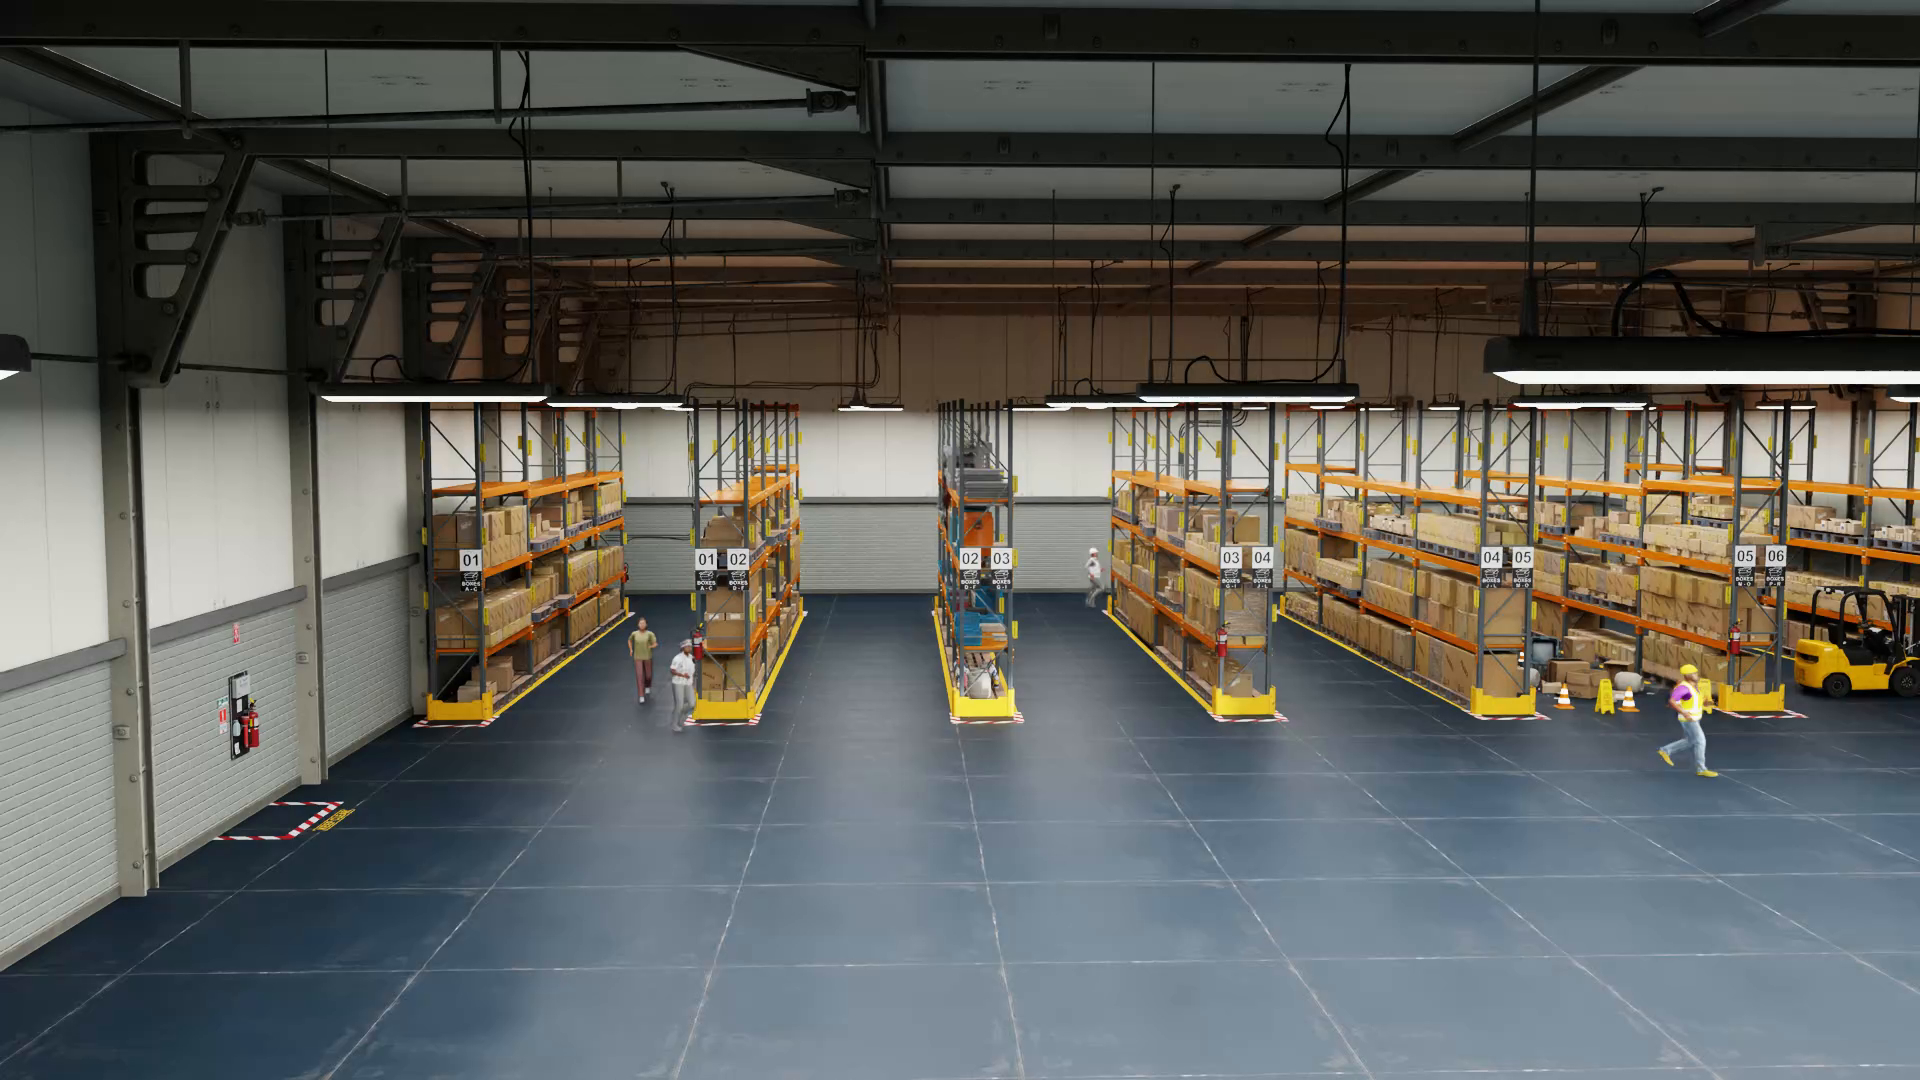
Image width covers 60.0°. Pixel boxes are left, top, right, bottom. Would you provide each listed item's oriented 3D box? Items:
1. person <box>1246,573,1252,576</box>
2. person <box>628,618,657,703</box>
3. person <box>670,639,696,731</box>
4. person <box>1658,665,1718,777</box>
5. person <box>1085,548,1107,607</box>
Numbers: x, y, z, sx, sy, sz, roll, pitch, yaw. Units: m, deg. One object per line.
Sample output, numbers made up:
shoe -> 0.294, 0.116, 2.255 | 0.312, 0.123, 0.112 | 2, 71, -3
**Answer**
person -> 8.022, 1.279, 47.089 | 0.687, 1.809, 0.844 | 1, 4, 10
person -> -6.325, 2.370, 33.159 | 0.586, 1.645, 0.914 | -1, 4, -10
person -> -4.949, 2.618, 30.101 | 0.540, 1.641, 0.588 | 4, 6, 44
person -> 11.546, 2.842, 26.343 | 0.932, 1.747, 0.713 | 3, 5, 35
person -> 4.012, 1.109, 49.143 | 0.651, 1.736, 0.639 | 1, 4, 12
